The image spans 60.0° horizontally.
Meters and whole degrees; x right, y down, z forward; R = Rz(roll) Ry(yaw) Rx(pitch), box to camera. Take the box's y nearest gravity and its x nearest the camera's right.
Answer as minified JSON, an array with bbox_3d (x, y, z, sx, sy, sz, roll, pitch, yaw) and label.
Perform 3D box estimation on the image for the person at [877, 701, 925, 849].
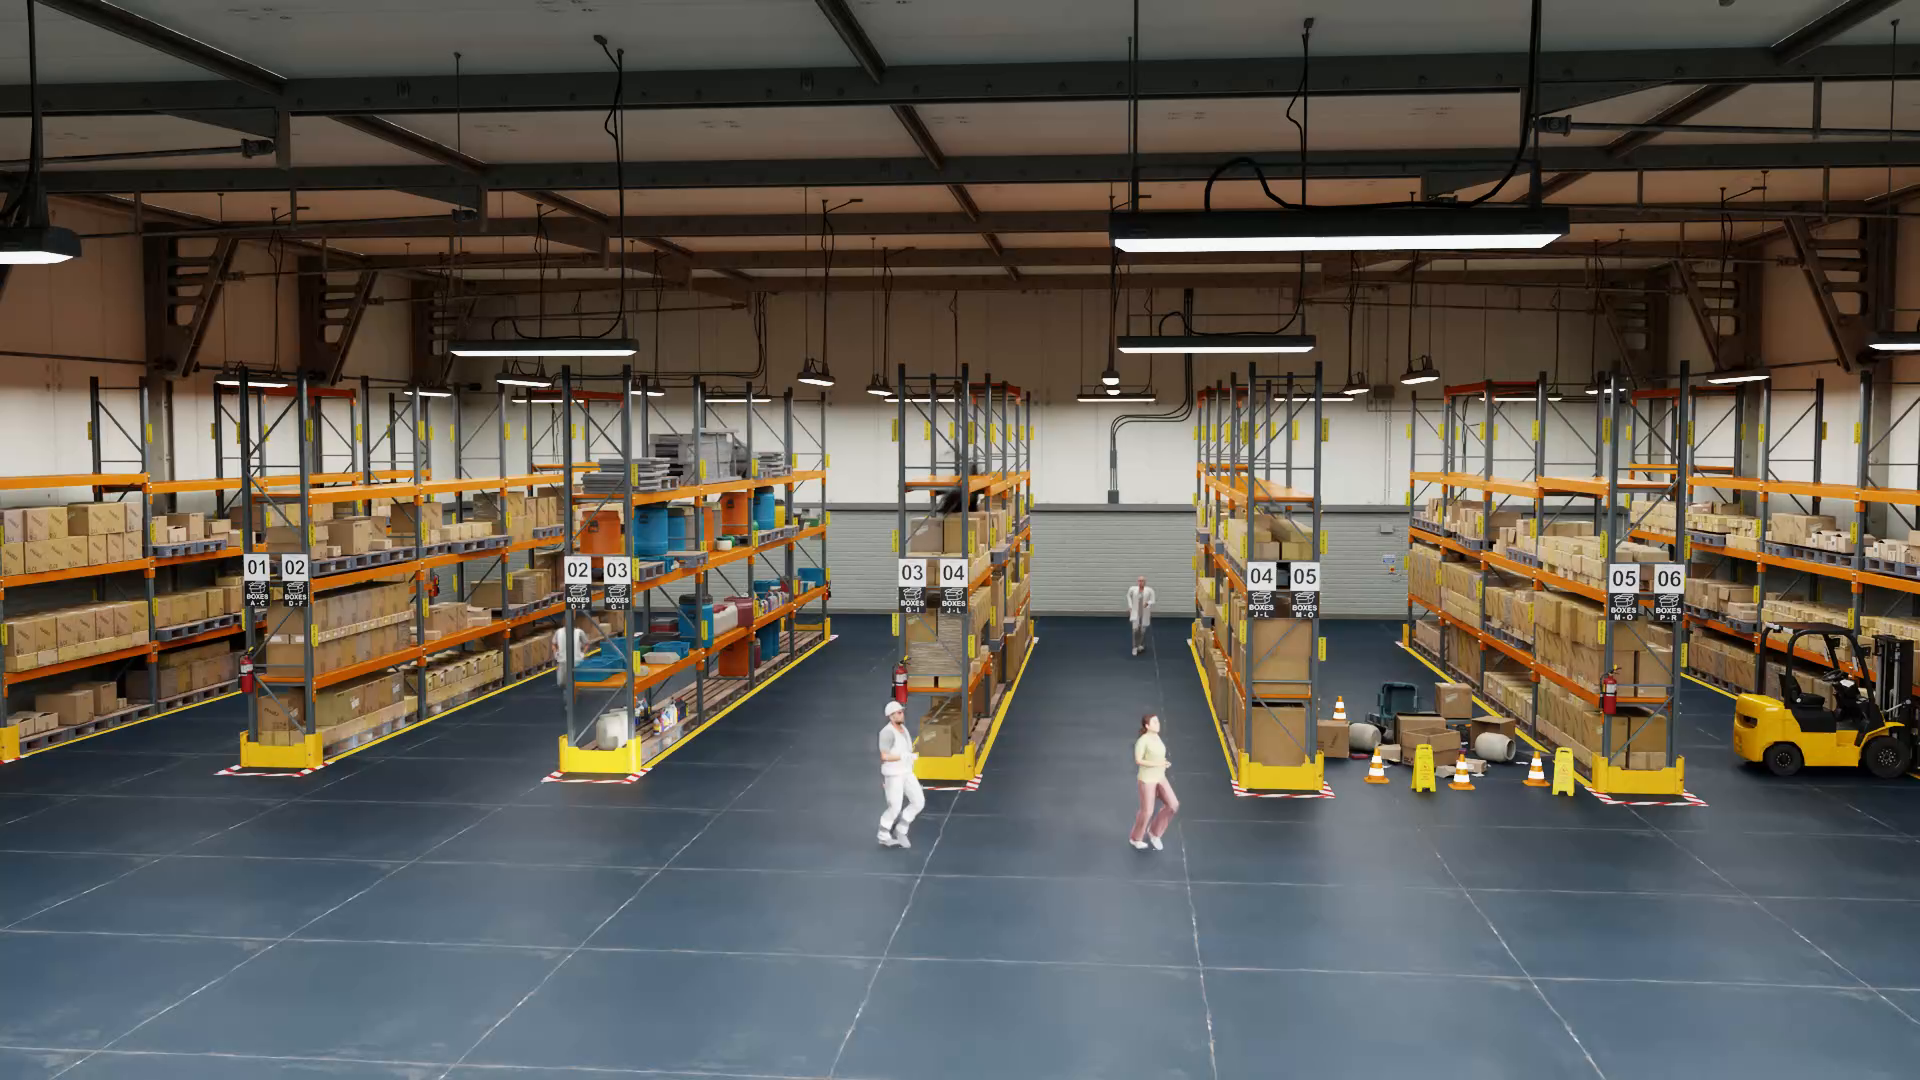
[{"bbox_3d":[-0.698,2.835,19.954,0.655,1.795,0.634,2,4,33],"label":"person"}]

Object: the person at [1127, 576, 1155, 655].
[{"bbox_3d":[4.112,1.719,37.747,0.623,1.819,0.921,0,4,5],"label":"person"}]

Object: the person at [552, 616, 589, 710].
[{"bbox_3d":[-7.068,2.197,30.141,0.674,1.735,0.624,0,4,-3],"label":"person"}]

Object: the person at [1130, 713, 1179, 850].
[{"bbox_3d":[2.294,2.888,19.858,0.639,1.667,0.612,4,5,45],"label":"person"}]
